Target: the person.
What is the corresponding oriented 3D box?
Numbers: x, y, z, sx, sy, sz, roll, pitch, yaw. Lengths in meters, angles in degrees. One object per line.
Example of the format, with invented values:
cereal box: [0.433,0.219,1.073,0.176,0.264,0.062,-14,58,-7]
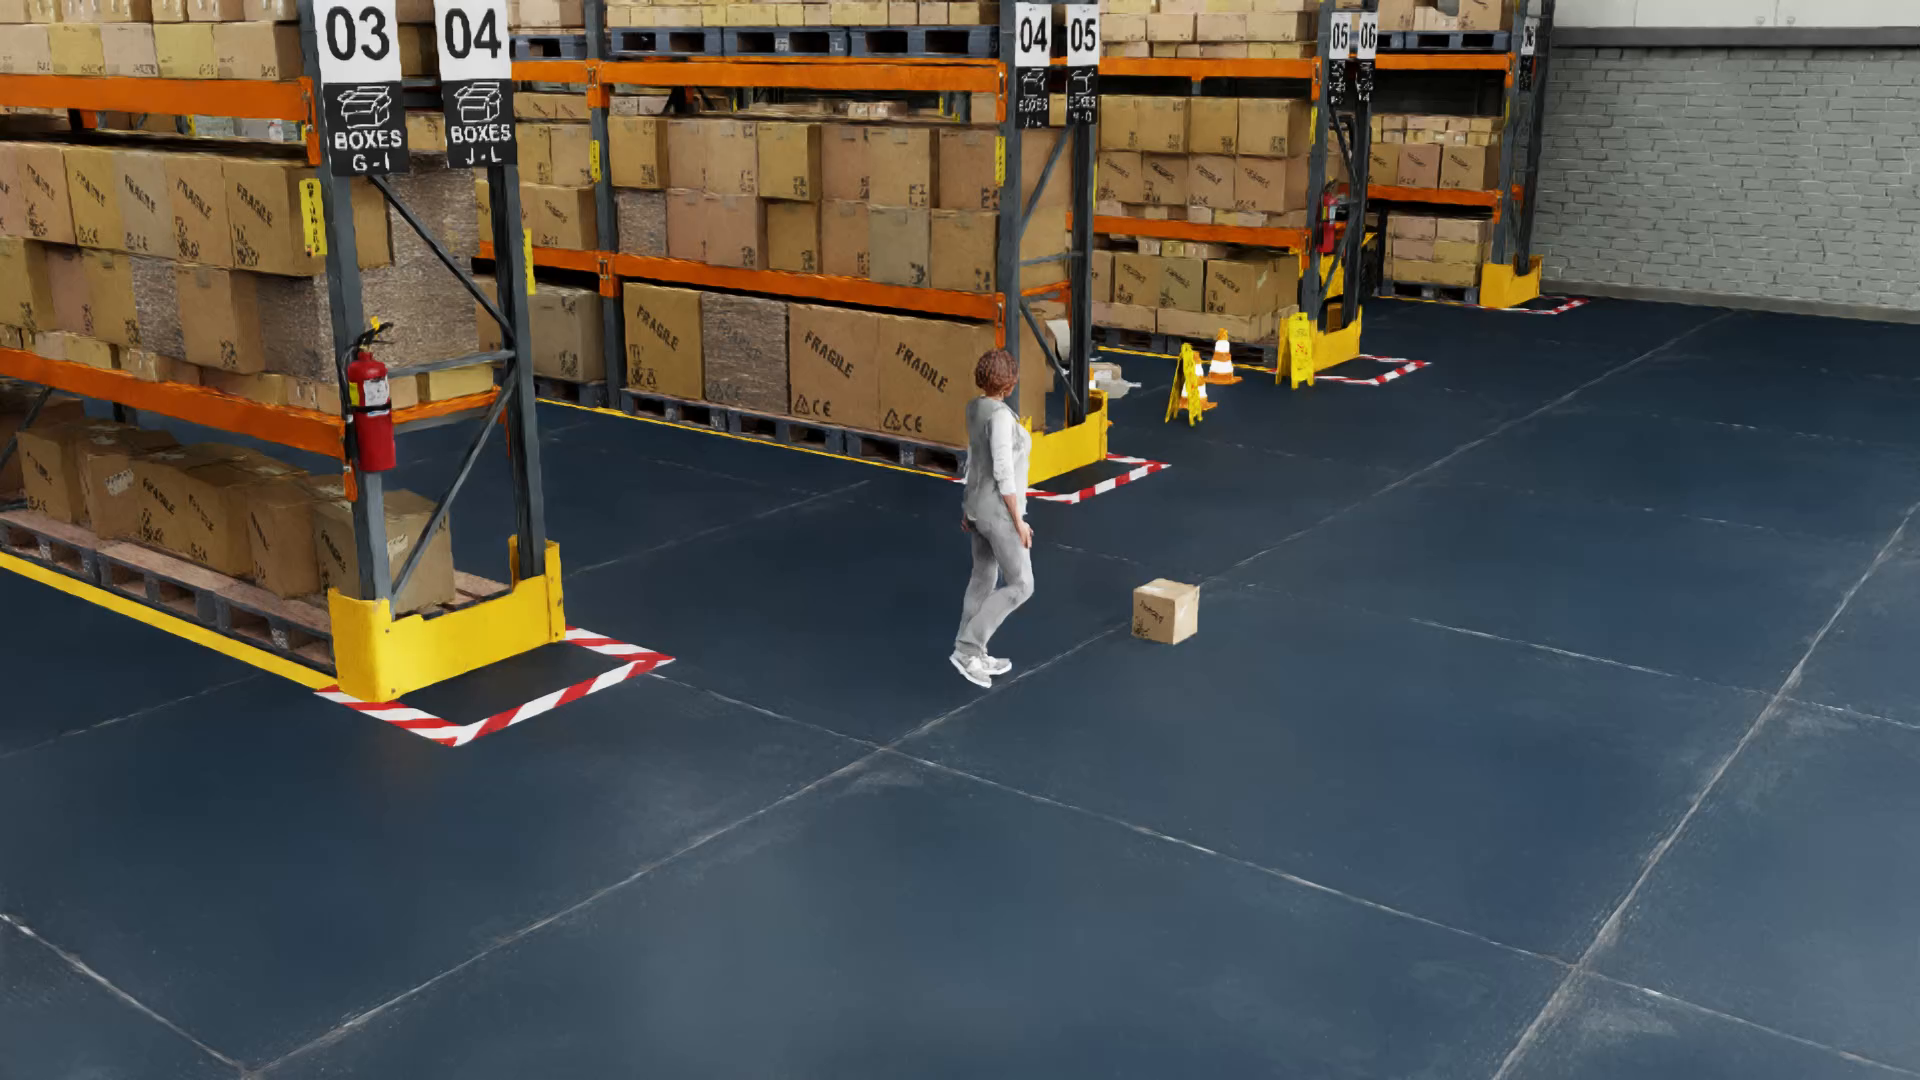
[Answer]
person: [0.129,-0.095,7.815,0.419,1.590,0.578,-5,17,-15]
